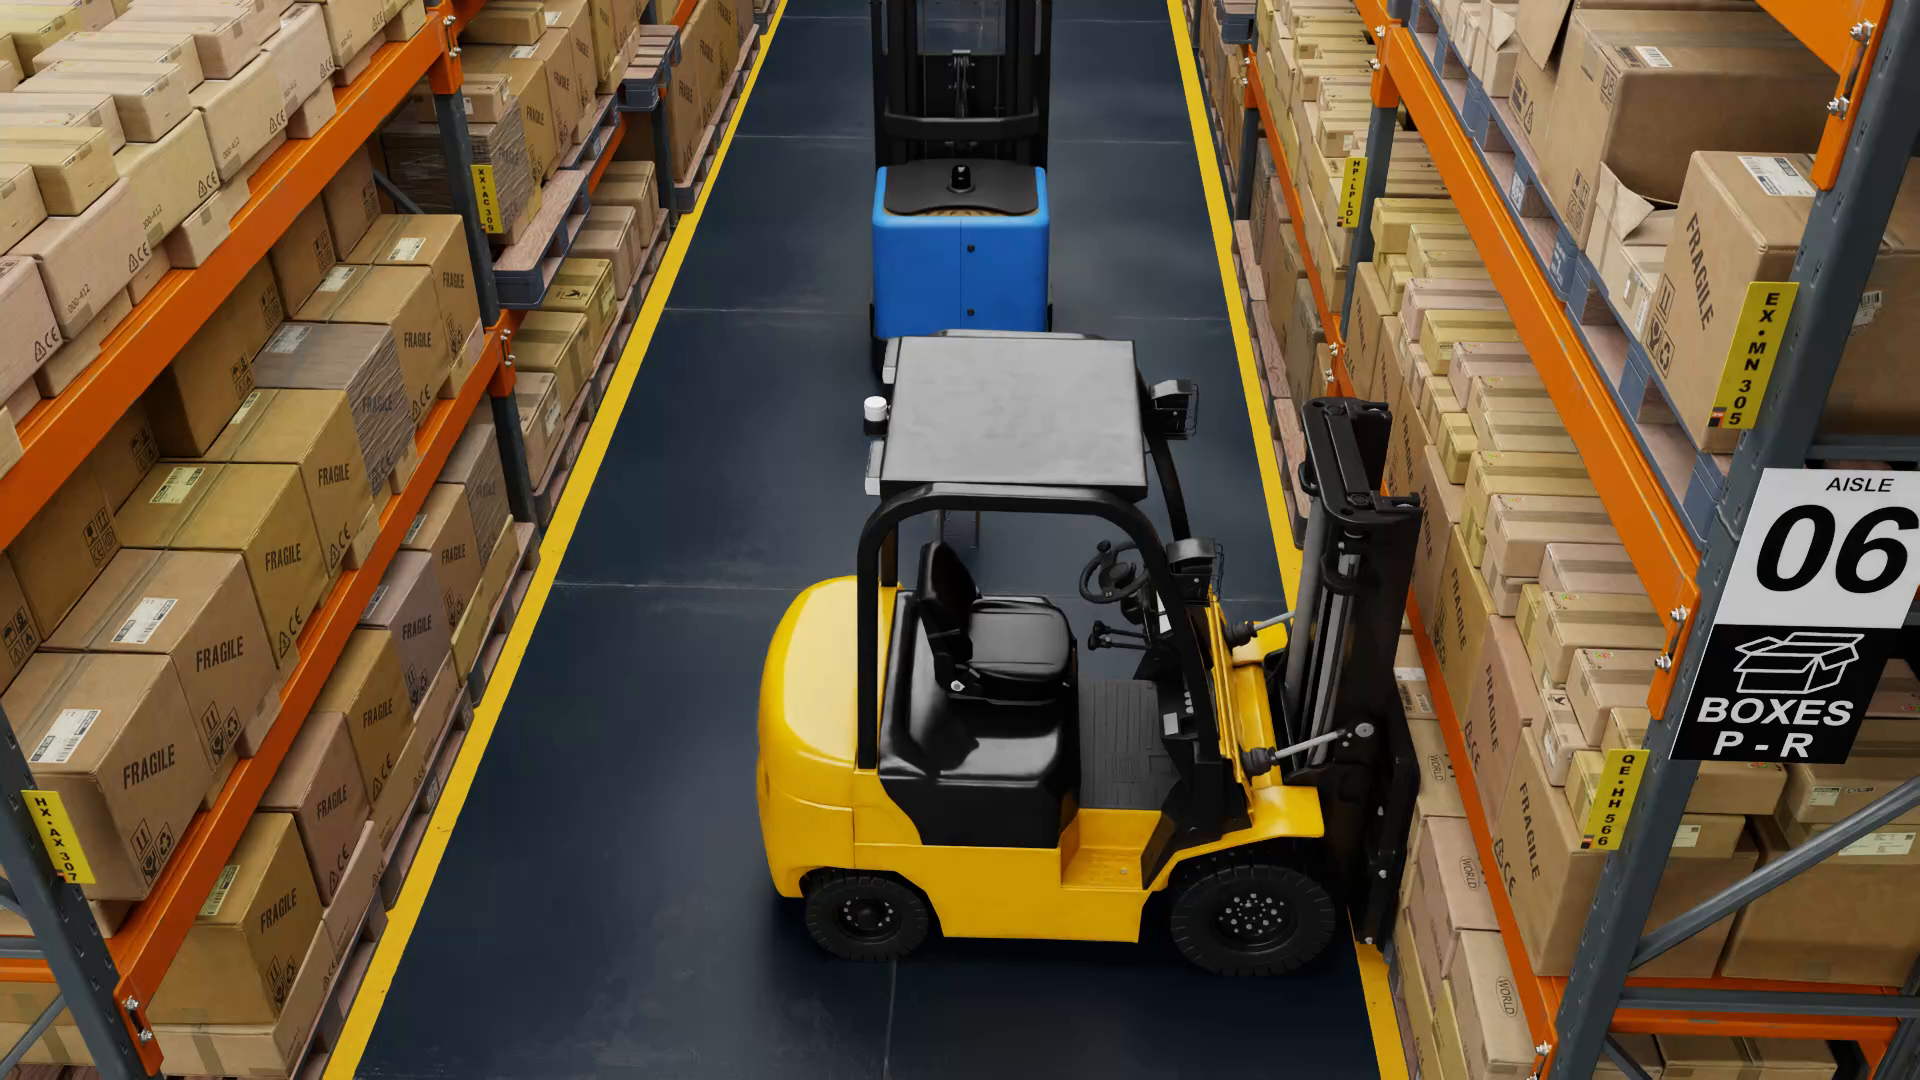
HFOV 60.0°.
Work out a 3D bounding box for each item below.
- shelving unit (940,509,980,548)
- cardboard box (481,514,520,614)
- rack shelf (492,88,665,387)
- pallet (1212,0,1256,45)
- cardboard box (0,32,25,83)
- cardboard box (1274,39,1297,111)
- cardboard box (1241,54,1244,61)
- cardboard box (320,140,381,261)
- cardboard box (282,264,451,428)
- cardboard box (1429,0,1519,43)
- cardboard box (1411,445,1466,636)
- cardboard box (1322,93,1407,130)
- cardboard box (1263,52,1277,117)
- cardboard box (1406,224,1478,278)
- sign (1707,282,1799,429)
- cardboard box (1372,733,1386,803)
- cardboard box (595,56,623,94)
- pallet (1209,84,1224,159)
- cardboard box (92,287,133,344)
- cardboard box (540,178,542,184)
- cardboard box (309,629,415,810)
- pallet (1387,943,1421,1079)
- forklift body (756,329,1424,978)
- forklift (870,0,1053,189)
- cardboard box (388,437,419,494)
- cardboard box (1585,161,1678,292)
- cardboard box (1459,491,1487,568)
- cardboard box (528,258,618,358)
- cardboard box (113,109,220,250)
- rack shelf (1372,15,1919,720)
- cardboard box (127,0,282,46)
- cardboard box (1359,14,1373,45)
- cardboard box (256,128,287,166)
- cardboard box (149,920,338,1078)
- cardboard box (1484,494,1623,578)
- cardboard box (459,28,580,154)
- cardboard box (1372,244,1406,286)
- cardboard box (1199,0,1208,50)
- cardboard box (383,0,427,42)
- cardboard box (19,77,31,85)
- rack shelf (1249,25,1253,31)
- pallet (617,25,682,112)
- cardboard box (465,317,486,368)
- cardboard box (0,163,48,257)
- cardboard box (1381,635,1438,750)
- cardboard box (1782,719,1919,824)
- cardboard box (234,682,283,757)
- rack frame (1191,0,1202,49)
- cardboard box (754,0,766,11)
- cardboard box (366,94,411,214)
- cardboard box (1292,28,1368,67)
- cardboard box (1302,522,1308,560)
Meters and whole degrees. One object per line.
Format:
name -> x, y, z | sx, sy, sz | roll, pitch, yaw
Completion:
shelving unit -> 0.002, -0.460, 8.438 | 0.215, 1.050, 0.252 | 1, 35, 2
cardboard box -> -2.442, 0.104, 7.965 | 0.500, 0.250, 0.500 | 3, 35, 4
rack shelf -> -2.607, -2.050, 9.629 | 1.077, 0.370, 4.000 | 1, 35, 2
pallet -> 2.391, -3.693, 11.509 | 1.213, 0.211, 1.003 | 1, 35, 2
cardboard box -> -3.101, -1.430, 5.039 | 0.380, 0.149, 0.250 | 2, 35, 3
cardboard box -> 2.111, -2.686, 9.605 | 0.500, 0.250, 0.500 | 0, 35, 1
cardboard box -> 2.291, -3.543, 12.373 | 0.380, 0.149, 0.250 | 2, 35, 3
cardboard box -> -2.921, -1.519, 7.033 | 0.700, 0.500, 0.500 | 1, 35, 1
cardboard box -> -2.470, -0.801, 6.880 | 0.500, 0.500, 0.500 | 2, 35, 3
cardboard box -> 1.996, -2.014, 5.969 | 0.500, 0.311, 0.500 | 2, 35, 3
cardboard box -> 1.929, 0.005, 5.993 | 0.500, 0.500, 0.500 | 2, 35, 2
cardboard box -> 2.071, -2.181, 8.540 | 0.380, 0.149, 0.250 | 1, 35, 1
cardboard box -> 2.146, -2.781, 10.174 | 0.500, 0.250, 0.500 | 1, 35, 1
cardboard box -> 2.061, -1.181, 6.858 | 0.380, 0.149, 0.250 | 2, 35, 3
sign -> 1.571, -0.362, 3.292 | 0.100, 0.325, 0.005 | 1, 35, 2
cardboard box -> 1.874, 0.805, 6.533 | 0.500, 0.250, 0.500 | 1, 35, 2
cardboard box -> -2.223, -2.764, 9.873 | 0.380, 0.149, 0.250 | 2, 35, 3
pallet -> 2.553, -3.367, 13.303 | 1.003, 0.211, 1.213 | 1, 35, 2
cardboard box -> -2.558, -0.651, 4.624 | 0.380, 0.149, 0.250 | 1, 35, 2
cardboard box -> -2.395, -1.882, 8.618 | 0.380, 0.149, 0.250 | 3, 35, 5
cardboard box -> -2.493, 0.690, 6.479 | 0.500, 0.500, 0.500 | 2, 35, 3
pallet -> 2.101, 1.916, 5.785 | 1.003, 0.211, 1.213 | 1, 35, 2
forklift body -> 0.366, 0.431, 6.211 | 2.313, 2.155, 1.214 | 1, 35, 2
forklift -> 0.014, -2.990, 10.402 | 1.121, 2.935, 3.031 | 0, 35, 0
cardboard box -> -2.433, -0.317, 6.756 | 0.380, 0.149, 0.250 | 1, 35, 1
cardboard box -> 1.852, -0.798, 4.278 | 0.396, 0.266, 0.258 | 1, 35, 2
cardboard box -> 1.873, -0.034, 5.484 | 0.380, 0.149, 0.250 | 2, 35, 2
cardboard box -> -2.617, -1.406, 10.007 | 0.950, 0.372, 0.625 | 2, 35, 3
cardboard box -> -2.535, -1.054, 4.849 | 0.500, 0.250, 0.500 | 2, 35, 3
rack shelf -> 2.193, -0.866, 5.336 | 1.077, 0.370, 4.000 | 1, 35, 2
cardboard box -> -2.466, -1.711, 5.438 | 0.380, 0.149, 0.250 | 2, 35, 2
cardboard box -> 2.674, -2.965, 10.002 | 0.500, 0.250, 0.500 | 2, 35, 2
cardboard box -> -2.545, -1.393, 5.679 | 0.380, 0.149, 0.250 | 2, 35, 3
cardboard box -> -12.623, 0.468, 6.153 | 20.716, 1.739, 1.673 | 1, 35, 1
cardboard box -> 1.862, -0.010, 5.191 | 0.380, 0.149, 0.250 | 2, 35, 3
cardboard box -> -2.328, -2.364, 8.739 | 0.500, 0.500, 0.500 | 1, 35, 2
cardboard box -> 1.997, -1.212, 7.160 | 0.380, 0.149, 0.250 | 1, 35, 1
cardboard box -> 2.350, -4.555, 14.377 | 0.500, 0.500, 0.500 | 3, 35, 4
cardboard box -> -2.394, -2.131, 6.729 | 0.380, 0.149, 0.250 | 1, 35, 2
cardboard box -> -3.041, -1.362, 5.288 | 0.500, 0.250, 0.500 | 2, 35, 2
rack shelf -> 2.514, -4.315, 12.683 | 0.919, 0.124, 3.809 | 1, 35, 2
pallet -> -2.448, -3.003, 10.526 | 1.213, 0.211, 1.003 | 1, 35, 2
cardboard box -> -2.395, -0.900, 7.587 | 0.380, 0.149, 0.250 | 1, 35, 1
cardboard box -> -2.564, -0.834, 4.190 | 0.380, 0.149, 0.250 | 1, 35, 2
cardboard box -> 1.872, 0.613, 6.371 | 0.500, 0.250, 0.500 | 1, 35, 1
cardboard box -> 2.339, 0.600, 4.324 | 0.380, 0.149, 0.250 | 1, 35, 1
cardboard box -> -2.483, 0.575, 5.487 | 0.380, 0.149, 0.250 | 2, 35, 3
rack frame -> 2.594, -5.679, 14.167 | 1.000, 3.000, 0.127 | 1, 35, 2
cardboard box -> -2.233, -5.273, 15.453 | 0.875, 0.438, 0.875 | 1, 35, 1
cardboard box -> -2.898, -1.800, 7.937 | 0.500, 0.500, 0.500 | 1, 35, 1
cardboard box -> 2.085, -2.769, 9.375 | 0.380, 0.149, 0.250 | 2, 35, 3
cardboard box -> 1.923, 0.141, 7.912 | 0.500, 0.250, 0.500 | 2, 35, 2
